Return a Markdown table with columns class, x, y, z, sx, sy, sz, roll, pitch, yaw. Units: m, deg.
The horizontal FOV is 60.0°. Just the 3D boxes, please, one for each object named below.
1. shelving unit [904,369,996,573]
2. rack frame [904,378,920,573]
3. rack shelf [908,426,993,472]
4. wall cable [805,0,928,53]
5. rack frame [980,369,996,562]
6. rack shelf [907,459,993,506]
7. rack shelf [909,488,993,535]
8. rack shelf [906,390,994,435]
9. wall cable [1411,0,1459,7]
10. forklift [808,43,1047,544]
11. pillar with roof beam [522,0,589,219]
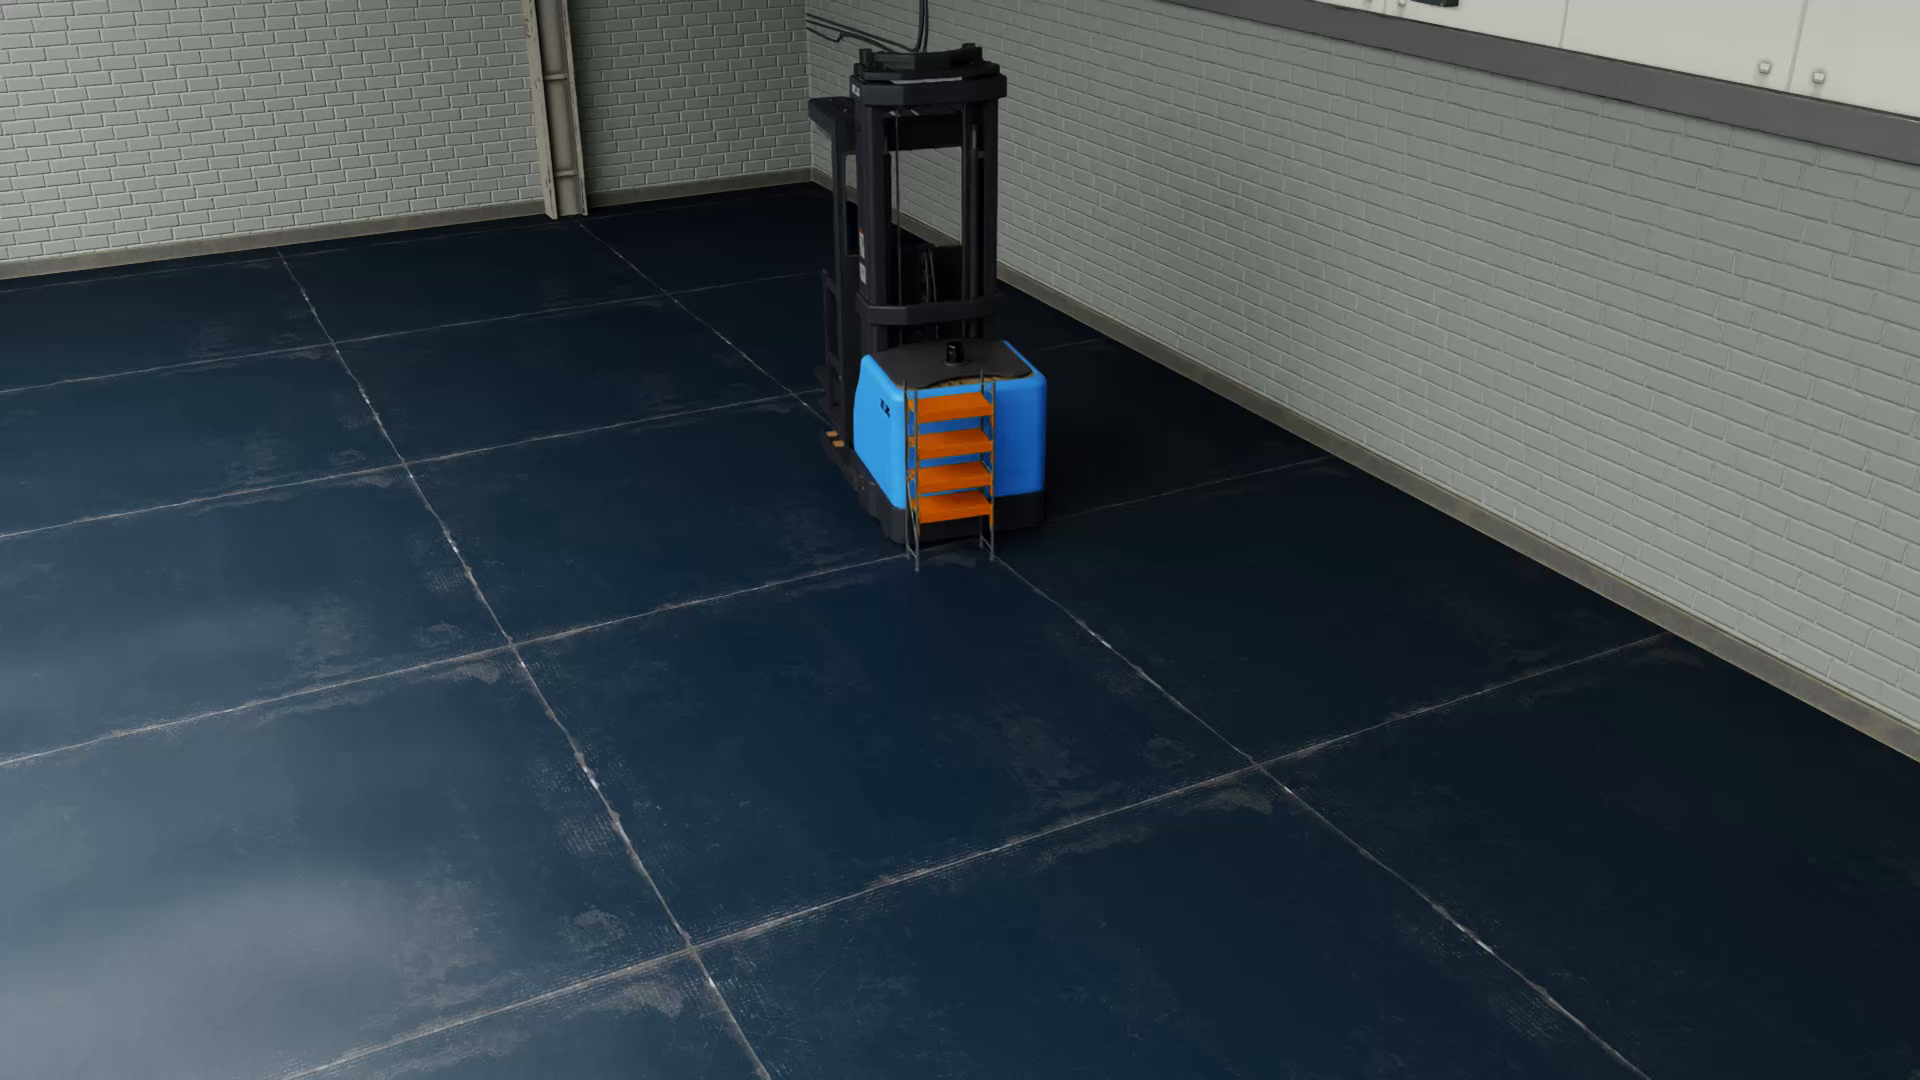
| class | x | y | z | sx | sy | sz | roll | pitch | yaw |
| --- | --- | --- | --- | --- | --- | --- | --- | --- | --- |
| shelving unit | -0.063 | -0.419 | 10.235 | 0.503 | 1.200 | 0.258 | -8 | 27 | -16 |
| rack frame | -0.295 | -0.386 | 10.168 | 0.015 | 1.200 | 0.240 | -8 | 27 | -16 |
| rack shelf | -0.063 | -0.560 | 10.168 | 0.480 | 0.148 | 0.258 | -8 | 27 | -16 |
| wall cable | -1.077 | -6.320 | 17.104 | 0.112 | 2.526 | 3.097 | -13 | 29 | -25 |
| rack frame | 0.169 | -0.451 | 10.303 | 0.015 | 1.200 | 0.240 | -8 | 27 | -16 |
| rack shelf | -0.063 | -0.358 | 10.264 | 0.480 | 0.148 | 0.258 | -8 | 27 | -16 |
| rack shelf | -0.063 | -0.179 | 10.350 | 0.480 | 0.148 | 0.258 | -8 | 27 | -16 |
| rack shelf | -0.063 | -0.773 | 10.065 | 0.480 | 0.148 | 0.258 | -8 | 27 | -16 |
| wall cable | 3.376 | -5.624 | 8.137 | 0.169 | 6.003 | 2.305 | -13 | 29 | -25 |
| forklift | -0.372 | -1.912 | 11.346 | 1.130 | 2.935 | 3.031 | -8 | 27 | -16 |
| pillar with roof beam | -2.273 | -5.980 | 12.809 | 0.400 | 9.000 | 9.100 | -13 | 29 | -25 |
